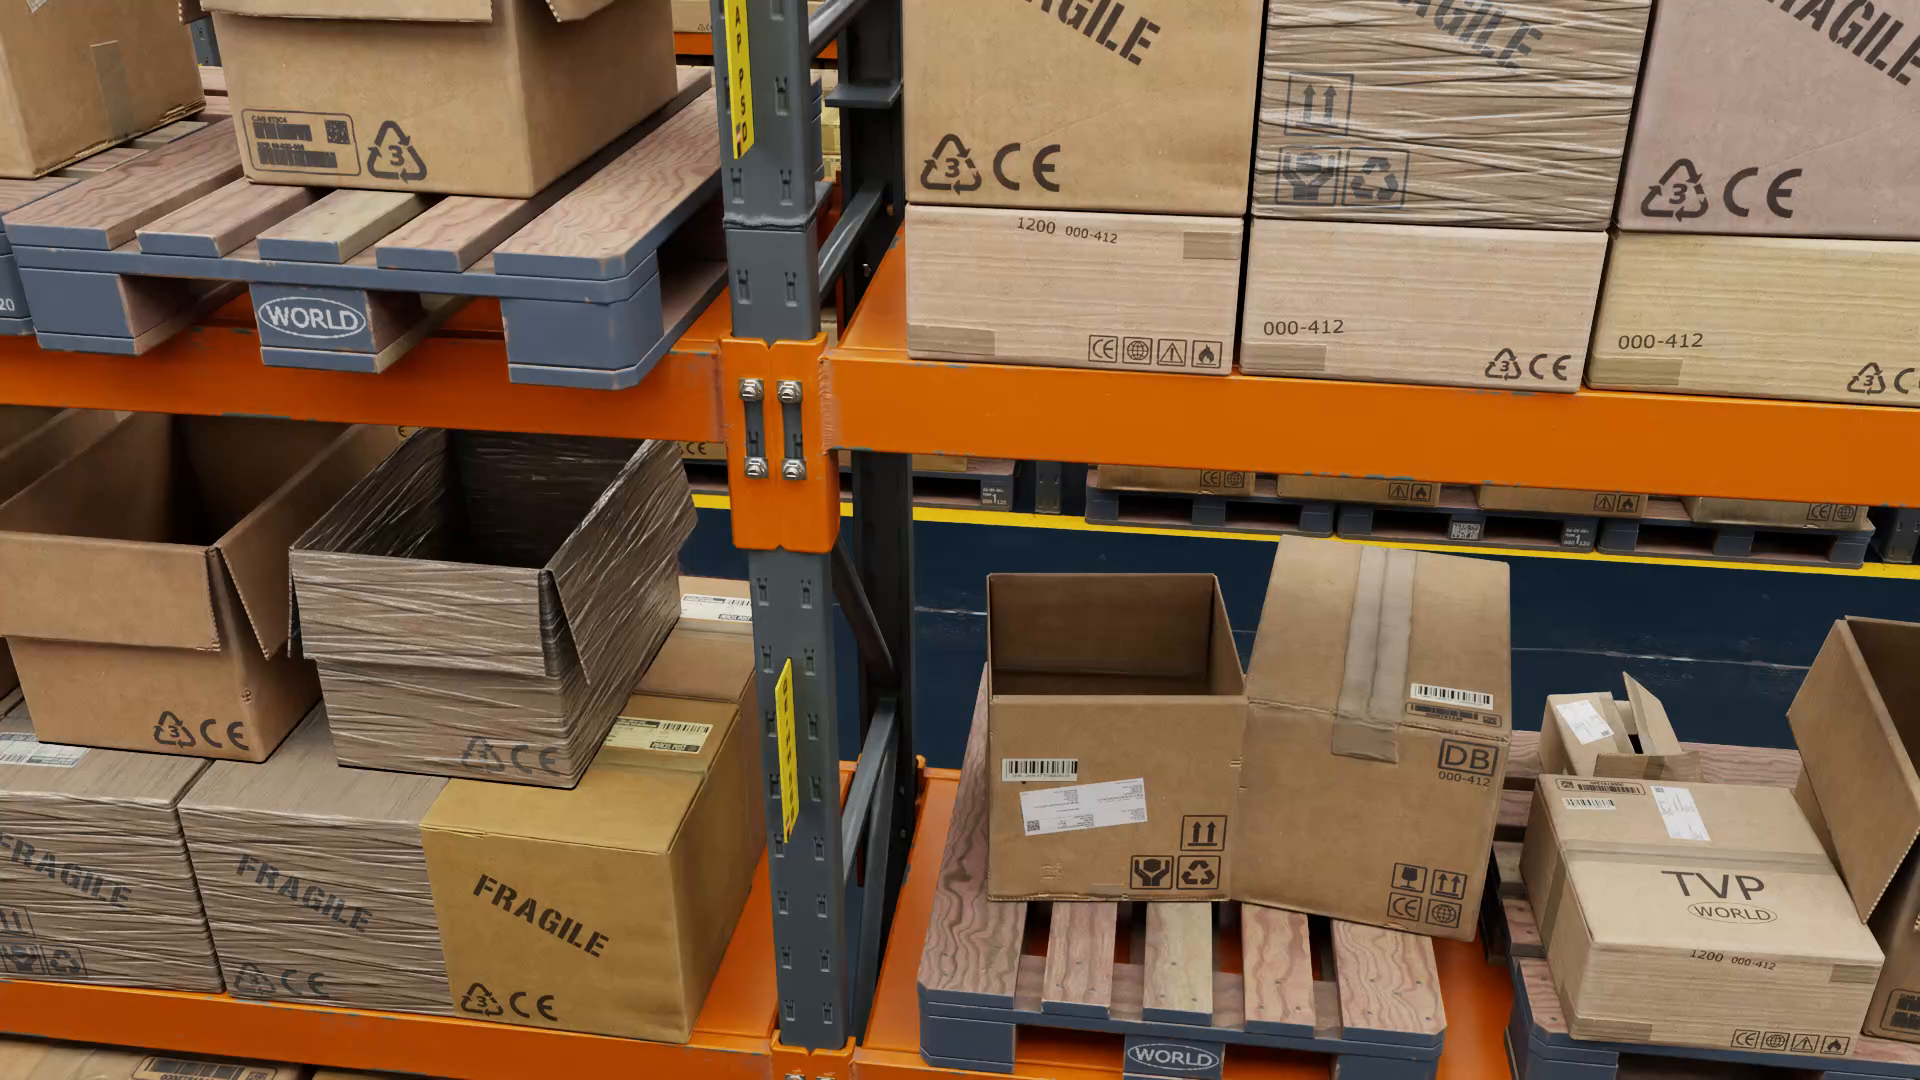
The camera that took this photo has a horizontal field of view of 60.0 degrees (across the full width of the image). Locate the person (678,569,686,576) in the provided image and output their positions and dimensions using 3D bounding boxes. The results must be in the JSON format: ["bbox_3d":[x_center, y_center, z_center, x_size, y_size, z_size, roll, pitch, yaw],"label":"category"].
[{"bbox_3d":[-0.978,0.568,5.651,0.804,1.234,0.630,3,28,6],"label":"person"}]
